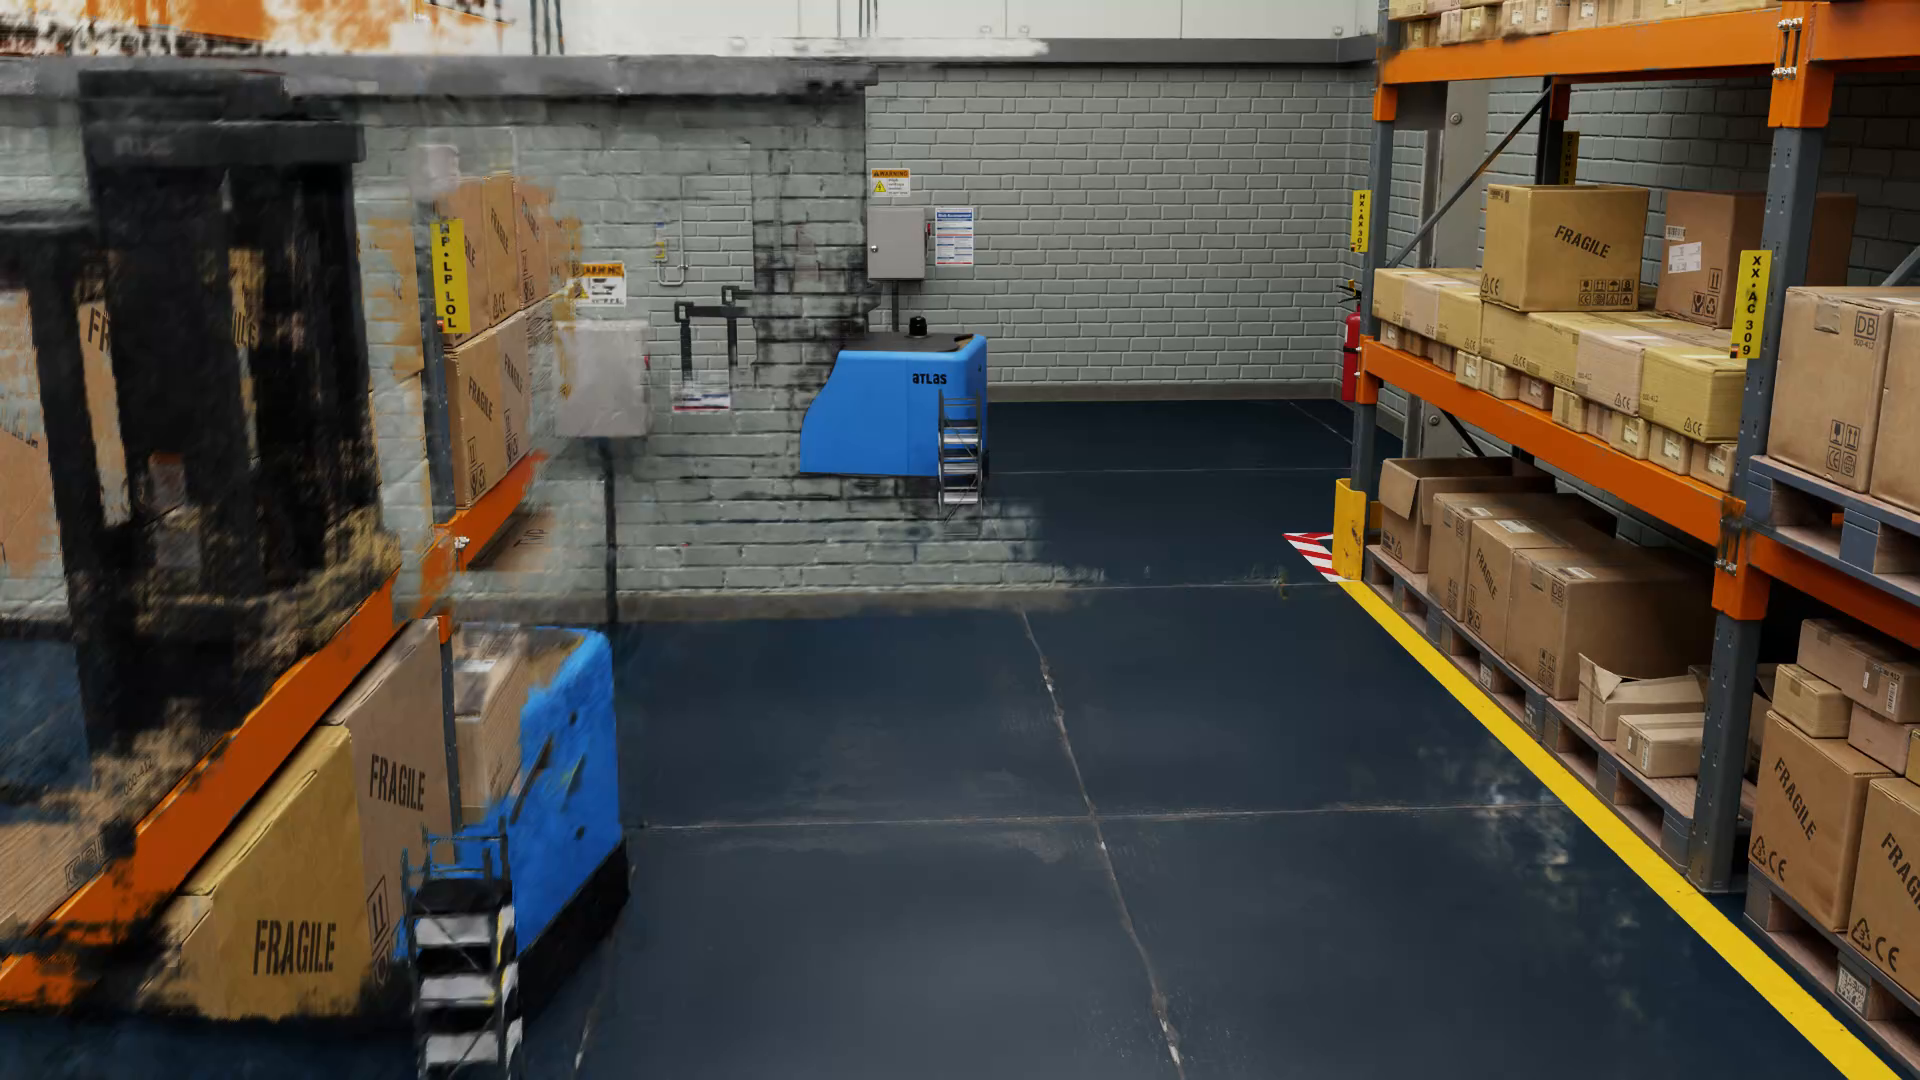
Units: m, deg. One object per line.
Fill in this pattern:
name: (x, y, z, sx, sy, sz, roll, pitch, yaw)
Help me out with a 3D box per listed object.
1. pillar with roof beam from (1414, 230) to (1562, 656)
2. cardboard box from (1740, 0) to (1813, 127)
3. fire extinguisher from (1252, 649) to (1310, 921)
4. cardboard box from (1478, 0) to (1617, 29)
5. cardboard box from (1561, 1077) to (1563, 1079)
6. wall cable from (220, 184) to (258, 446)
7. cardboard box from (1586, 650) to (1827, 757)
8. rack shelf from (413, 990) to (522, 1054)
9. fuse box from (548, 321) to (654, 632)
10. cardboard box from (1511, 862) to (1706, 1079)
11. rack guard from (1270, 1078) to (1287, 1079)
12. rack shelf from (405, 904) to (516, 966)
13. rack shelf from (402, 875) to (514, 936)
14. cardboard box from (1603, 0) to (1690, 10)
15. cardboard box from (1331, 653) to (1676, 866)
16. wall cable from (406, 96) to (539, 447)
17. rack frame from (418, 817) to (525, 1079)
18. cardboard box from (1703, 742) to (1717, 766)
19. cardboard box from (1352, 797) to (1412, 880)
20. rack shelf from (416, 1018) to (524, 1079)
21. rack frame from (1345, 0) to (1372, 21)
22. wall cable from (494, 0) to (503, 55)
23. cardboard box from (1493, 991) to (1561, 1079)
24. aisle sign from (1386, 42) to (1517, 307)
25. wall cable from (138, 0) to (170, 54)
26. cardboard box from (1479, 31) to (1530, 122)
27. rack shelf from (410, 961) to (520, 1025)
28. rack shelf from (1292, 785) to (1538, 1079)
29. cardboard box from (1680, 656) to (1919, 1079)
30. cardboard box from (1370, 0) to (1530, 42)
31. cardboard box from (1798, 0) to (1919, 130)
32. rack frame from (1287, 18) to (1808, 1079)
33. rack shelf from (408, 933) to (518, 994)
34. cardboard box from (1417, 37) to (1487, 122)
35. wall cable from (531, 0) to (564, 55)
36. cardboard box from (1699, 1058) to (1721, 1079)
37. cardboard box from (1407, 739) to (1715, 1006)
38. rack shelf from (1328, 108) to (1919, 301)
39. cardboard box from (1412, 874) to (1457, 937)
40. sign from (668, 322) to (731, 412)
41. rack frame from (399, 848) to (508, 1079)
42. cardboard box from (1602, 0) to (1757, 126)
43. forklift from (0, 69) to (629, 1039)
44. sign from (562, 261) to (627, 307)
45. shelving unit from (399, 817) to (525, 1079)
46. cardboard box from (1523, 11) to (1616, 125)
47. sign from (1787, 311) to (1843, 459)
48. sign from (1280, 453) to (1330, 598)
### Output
pillar with roof beam: (-0.872, -4.822, 10.708, 9.100, 9.000, 0.400, -1, 14, -3)
cardboard box: (2.534, -2.229, 7.153, 0.380, 0.149, 0.250, -1, 14, -4)
fire extinguisher: (2.222, -1.110, 9.224, 0.296, 0.674, 0.183, -1, 14, -3)
cardboard box: (2.499, -2.582, 7.726, 0.500, 0.250, 0.500, -1, 14, -2)
cardboard box: (2.528, -0.834, 7.751, 0.380, 0.149, 0.250, -1, 14, -3)
wall cable: (-2.635, -3.130, 14.071, 0.585, 1.953, 0.123, -1, 14, -3)
cardboard box: (2.985, -1.260, 8.607, 0.500, 0.250, 0.500, 0, 14, -2)
rack shelf: (-0.001, -0.318, 9.953, 0.258, 0.077, 0.200, -1, 14, -3)
fuse box: (-0.529, -1.995, 14.347, 0.539, 1.711, 0.414, -1, 14, -3)
cardboard box: (2.517, -1.002, 7.604, 0.500, 0.250, 0.500, -1, 14, -4)
rack guard: (2.697, -0.069, 9.292, 1.175, 0.500, 0.348, -1, 14, -3)
rack shelf: (-0.001, -0.580, 9.886, 0.258, 0.077, 0.200, -1, 14, -3)
rack shelf: (-0.001, -0.667, 9.863, 0.258, 0.077, 0.200, -1, 14, -3)
cardboard box: (2.518, -2.455, 7.231, 0.500, 0.250, 0.500, -1, 14, -5)
cardboard box: (2.451, -1.253, 8.581, 0.500, 0.250, 0.500, -1, 14, -3)
wall cable: (-1.220, -3.140, 14.171, 0.588, 1.984, 0.122, -1, 14, -3)
rack frame: (-0.007, -0.463, 10.020, 0.240, 0.900, 0.006, -1, 14, -3)
cardboard box: (3.016, -1.131, 8.108, 0.500, 0.250, 0.500, -1, 14, -3)
cardboard box: (2.439, -1.091, 8.751, 0.380, 0.149, 0.250, -1, 14, -4)
rack shelf: (-0.001, -0.231, 9.975, 0.258, 0.077, 0.200, -1, 14, -3)
rack frame: (2.692, -4.204, 8.306, 1.000, 3.000, 0.127, -1, 14, -3)
wall cable: (-2.145, -5.548, 13.529, 2.355, 3.000, 0.029, -1, 14, -3)
cardboard box: (2.506, -0.900, 8.008, 0.380, 0.149, 0.250, 0, 14, -2)
aisle sign: (2.395, -2.570, 8.778, 0.394, 0.787, 0.004, -1, 14, -3)
wall cable: (-2.896, -5.537, 13.486, 0.463, 3.000, 0.029, -1, 14, -3)
cardboard box: (2.522, -2.482, 8.137, 0.380, 0.149, 0.250, -1, 14, -2)
rack shelf: (-0.001, -0.406, 9.930, 0.258, 0.077, 0.200, -1, 14, -3)
rack shelf: (2.816, -0.453, 7.210, 1.077, 0.370, 4.000, -1, 14, -3)
cardboard box: (2.544, -1.243, 7.037, 0.500, 0.500, 0.500, -1, 14, -2)
cardboard box: (2.447, -2.708, 8.216, 0.500, 0.250, 0.500, -1, 14, -4)
cardboard box: (2.478, -2.164, 6.902, 0.380, 0.149, 0.250, -1, 14, -3)
rack frame: (2.692, -1.299, 9.054, 1.000, 3.000, 0.127, -1, 14, -3)
rack shelf: (-0.001, -0.493, 9.908, 0.258, 0.077, 0.200, -1, 14, -3)
cardboard box: (2.480, -2.547, 8.389, 0.380, 0.149, 0.250, -1, 14, -2)
wall cable: (0.638, -5.599, 13.655, 2.988, 3.039, 0.133, -1, 14, -3)
cardboard box: (2.570, -0.875, 7.111, 0.500, 0.250, 0.500, -1, 14, -5)
cardboard box: (2.483, -1.128, 8.093, 0.500, 0.250, 0.500, -1, 14, -3)
rack shelf: (2.816, -1.905, 6.836, 1.077, 0.370, 4.000, -1, 14, -3)
cardboard box: (2.500, -1.028, 8.508, 0.380, 0.149, 0.250, -1, 14, -2)
sign: (-0.049, -2.632, 14.428, 0.329, 0.494, 0.001, -1, 14, -3)
rack frame: (0.006, -0.413, 9.824, 0.240, 0.900, 0.006, -1, 14, -3)
cardboard box: (2.457, -2.289, 7.389, 0.380, 0.149, 0.250, -1, 14, -4)
forklift: (-1.370, -1.692, 10.721, 3.031, 2.935, 1.130, 2, 15, 9)
sign: (-0.597, -3.070, 14.280, 0.339, 0.242, 0.001, -1, 14, -3)
shelving unit: (-0.001, -0.438, 9.922, 0.258, 0.900, 0.210, -1, 14, -3)
cardboard box: (2.434, -2.354, 7.641, 0.380, 0.149, 0.250, -1, 14, -2)
sign: (3.247, -2.016, 8.884, 0.100, 0.325, 0.005, -1, 14, -3)
sign: (2.150, -1.709, 8.913, 0.100, 0.325, 0.005, -1, 14, -3)
